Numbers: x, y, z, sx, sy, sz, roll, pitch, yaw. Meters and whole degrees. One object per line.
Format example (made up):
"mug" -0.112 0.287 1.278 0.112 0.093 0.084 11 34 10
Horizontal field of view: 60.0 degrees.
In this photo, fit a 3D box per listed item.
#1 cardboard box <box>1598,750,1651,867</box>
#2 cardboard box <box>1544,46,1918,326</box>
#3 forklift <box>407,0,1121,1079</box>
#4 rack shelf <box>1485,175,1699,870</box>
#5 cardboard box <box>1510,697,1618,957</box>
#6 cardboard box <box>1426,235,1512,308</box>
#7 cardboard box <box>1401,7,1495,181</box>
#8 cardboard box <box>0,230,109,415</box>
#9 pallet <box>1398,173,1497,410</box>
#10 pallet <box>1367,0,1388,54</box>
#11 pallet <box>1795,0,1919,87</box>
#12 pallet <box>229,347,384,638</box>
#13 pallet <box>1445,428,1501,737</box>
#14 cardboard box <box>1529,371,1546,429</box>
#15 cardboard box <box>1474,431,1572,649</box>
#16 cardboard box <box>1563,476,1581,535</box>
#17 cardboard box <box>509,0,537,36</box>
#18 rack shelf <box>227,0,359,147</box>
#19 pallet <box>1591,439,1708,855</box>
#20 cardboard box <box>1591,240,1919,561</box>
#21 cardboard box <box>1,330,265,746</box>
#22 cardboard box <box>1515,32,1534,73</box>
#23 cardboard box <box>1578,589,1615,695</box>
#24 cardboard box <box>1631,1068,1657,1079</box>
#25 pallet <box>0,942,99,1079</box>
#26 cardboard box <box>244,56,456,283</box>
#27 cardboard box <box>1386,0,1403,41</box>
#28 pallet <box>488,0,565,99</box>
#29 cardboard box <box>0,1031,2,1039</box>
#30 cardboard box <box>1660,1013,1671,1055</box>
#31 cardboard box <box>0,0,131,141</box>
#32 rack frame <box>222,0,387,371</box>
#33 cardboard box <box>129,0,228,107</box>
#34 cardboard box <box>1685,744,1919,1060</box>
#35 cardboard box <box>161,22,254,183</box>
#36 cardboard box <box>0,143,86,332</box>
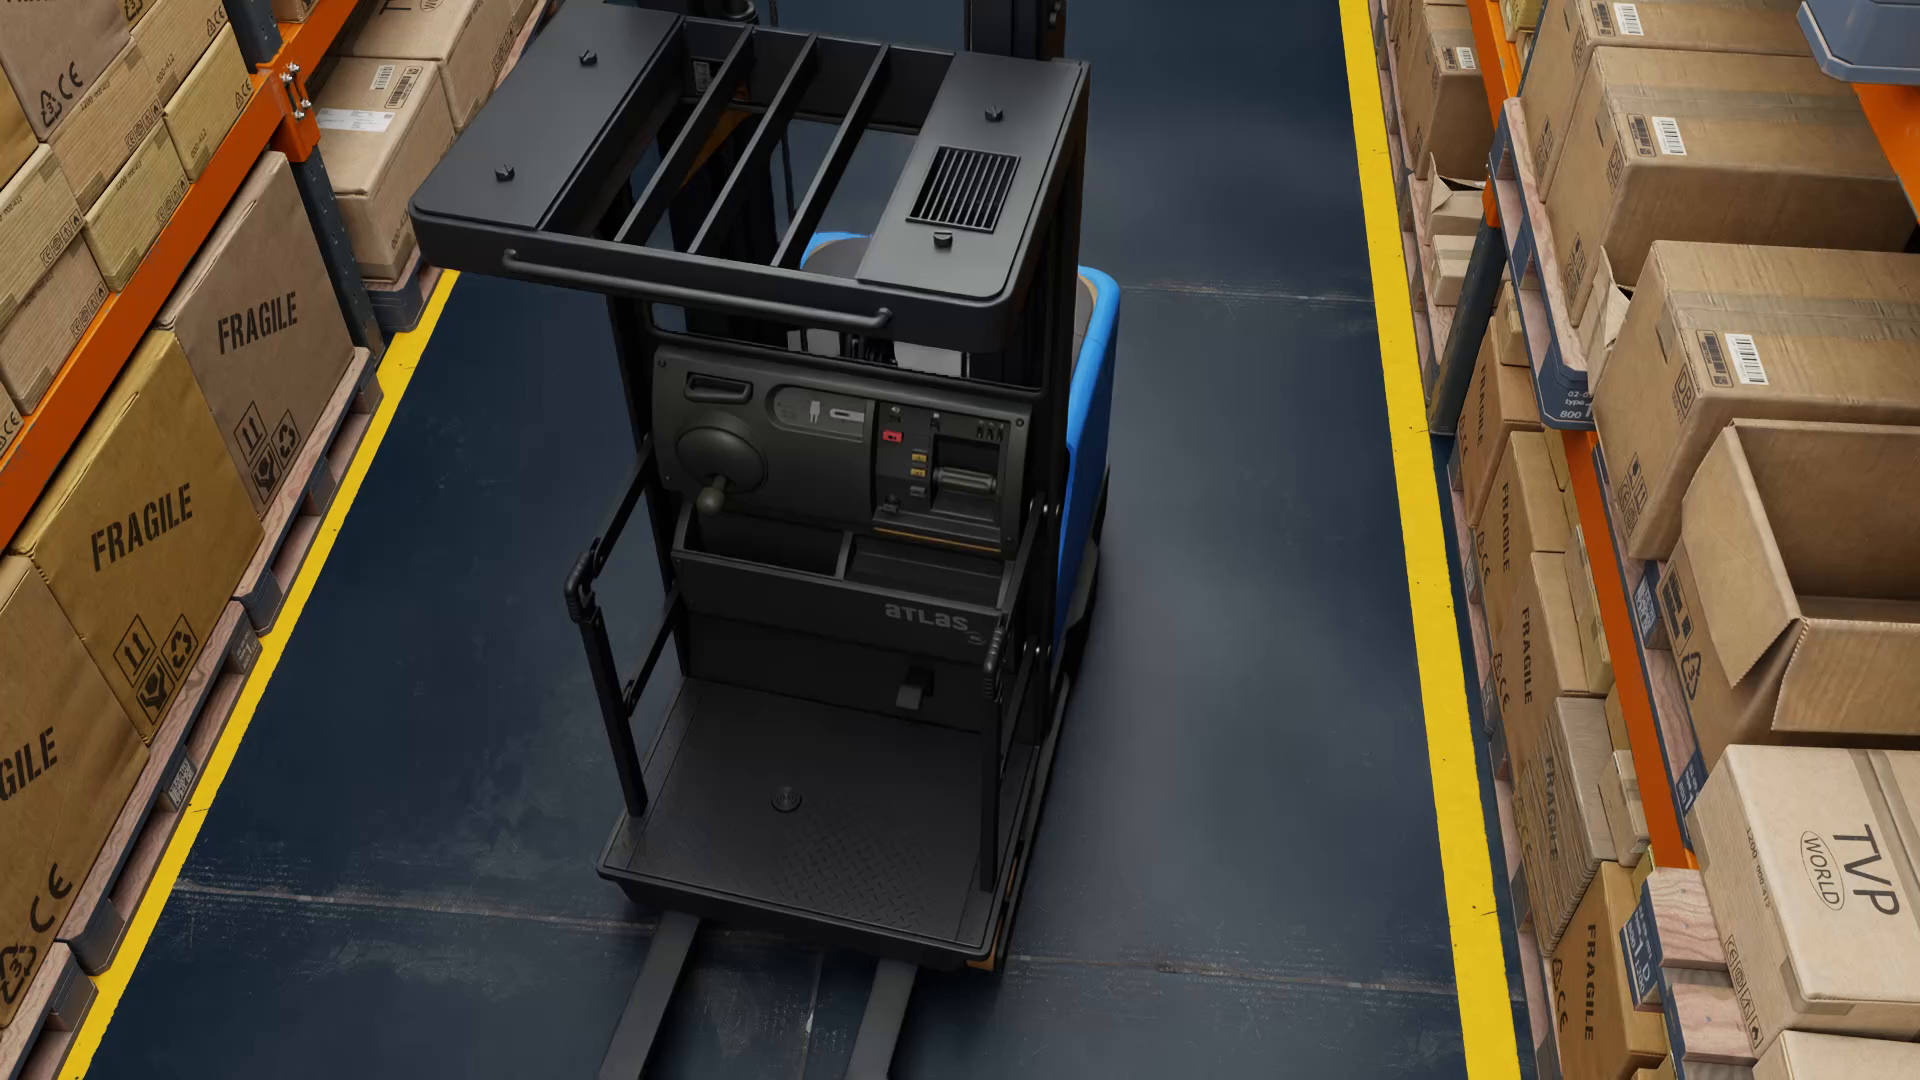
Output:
"cardboard box" 1.802 0.663 4.081 0.380 0.149 0.250 2 48 2
"cardboard box" 1.911 -0.861 4.153 0.700 0.500 0.500 4 48 4
"forklift" -0.343 -0.109 3.864 1.130 2.935 3.031 10 48 9
"rack shelf" 2.043 0.306 3.925 1.077 0.370 4.000 4 48 4
"cardboard box" 1.815 0.775 4.418 0.500 0.500 0.500 2 48 2
"cardboard box" 1.984 -1.016 6.293 0.380 0.149 0.250 3 48 2
"cardboard box" 2.229 -1.813 6.785 0.700 0.500 0.500 2 48 2
"cardboard box" -2.620 -0.597 4.365 0.500 0.250 0.500 3 48 2
"pallet" 2.289 -0.970 6.494 1.003 0.211 1.213 4 48 4
"pallet" 2.511 -2.763 8.134 1.003 0.211 1.213 4 48 4
"pallet" 2.005 -1.119 2.835 1.213 0.211 1.003 4 48 4
"pallet" -2.713 -0.225 5.812 1.003 0.211 1.213 4 48 4
"pallet" 2.189 0.135 5.484 1.003 0.211 1.213 4 48 4
"cardboard box" 1.980 -0.469 5.116 0.380 0.149 0.250 3 48 2
"cardboard box" 1.919 0.027 5.102 0.500 0.500 0.500 3 48 3
"cardboard box" 1.956 -0.078 4.758 0.380 0.149 0.250 3 48 3
"cardboard box" -2.389 -2.789 7.720 0.875 0.438 0.875 5 48 5
"rack shelf" -2.536 -2.965 6.916 1.077 0.370 4.000 4 48 4
"pallet" 2.034 0.168 3.694 1.003 0.211 1.213 4 48 4
"cardboard box" 1.840 -0.285 3.625 0.700 0.500 0.500 4 48 3
"cardboard box" -2.769 -0.037 4.907 0.875 0.875 0.875 5 48 5
"cardboard box" 2.003 -1.573 5.326 0.380 0.149 0.250 4 48 4
"cardboard box" 1.871 0.286 4.426 0.380 0.149 0.250 5 48 5
"cardboard box" 1.741 1.542 3.716 0.500 0.500 0.500 3 48 3
"pallet" -2.936 1.568 4.173 1.003 0.211 1.213 4 48 4
"cardboard box" -2.554 -1.469 6.513 0.875 0.438 0.875 3 48 3
"cardboard box" 2.323 -2.576 7.482 0.700 0.500 0.500 6 48 5
"pallet" -2.462 -2.249 7.664 1.003 0.211 1.213 4 48 4
"cardboard box" -2.937 1.275 3.707 0.875 0.875 0.875 3 48 3
"cardboard box" 1.785 1.051 3.725 0.380 0.149 0.250 5 48 5
"cardboard box" -2.548 -1.383 4.237 0.500 0.500 0.500 5 48 4
"rack frame" -2.718 -1.738 5.307 1.000 3.000 0.127 4 48 4
"cardboard box" -2.516 -1.516 4.866 0.500 0.250 0.500 4 48 3
"cardboard box" 1.635 0.644 2.945 0.500 0.250 0.500 2 48 2
"cardboard box" -2.508 -1.341 5.045 0.500 0.250 0.500 3 48 3
"cardboard box" -2.595 -0.767 4.181 0.500 0.250 0.500 5 48 4
